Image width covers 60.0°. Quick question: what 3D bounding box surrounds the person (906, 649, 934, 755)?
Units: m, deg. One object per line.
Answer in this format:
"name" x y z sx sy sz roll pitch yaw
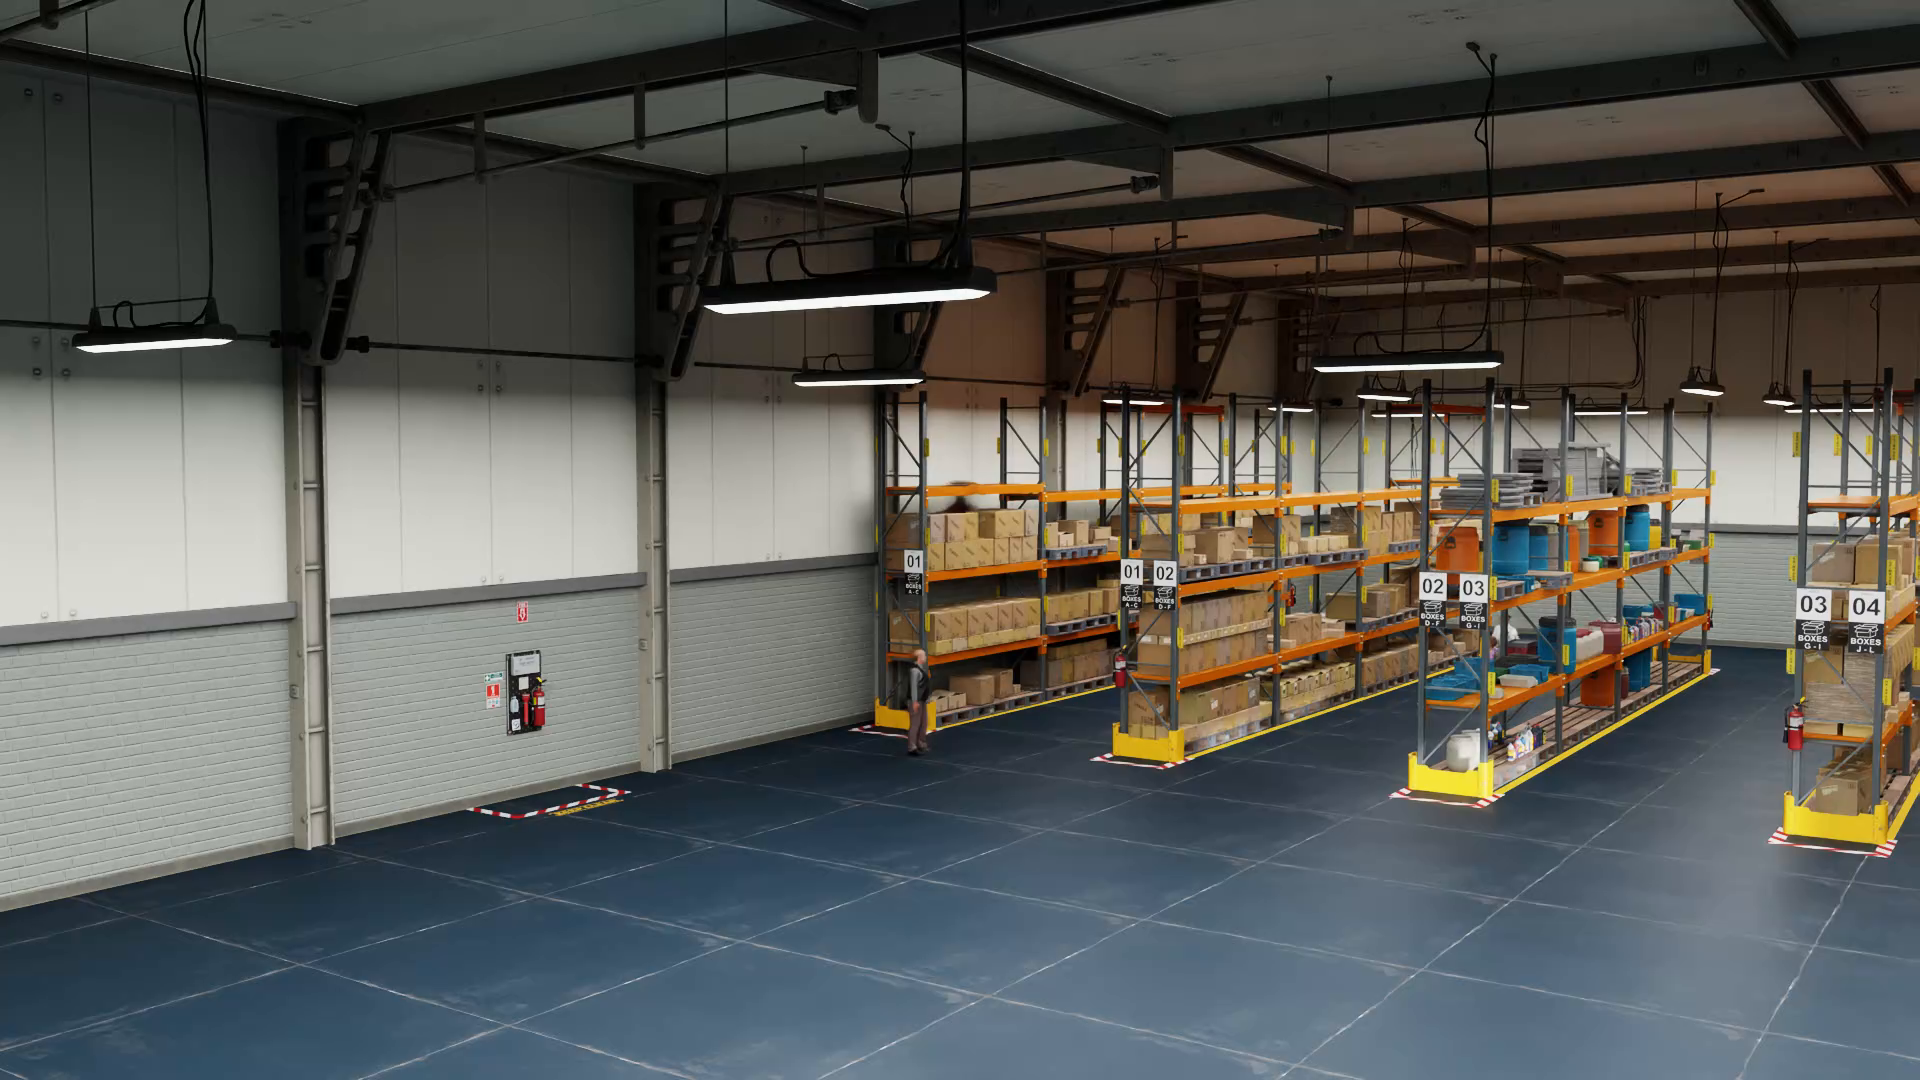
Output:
"person" -0.662 2.657 27.127 0.422 1.754 0.620 1 3 10

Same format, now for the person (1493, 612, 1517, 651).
"person" 10.840 2.311 33.139 0.553 1.766 0.985 2 4 34

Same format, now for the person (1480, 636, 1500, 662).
"person" 9.725 2.527 30.548 0.509 1.551 0.872 3 4 41

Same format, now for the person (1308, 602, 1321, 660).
"person" 7.766 2.149 36.593 0.529 1.639 0.963 3 4 40
